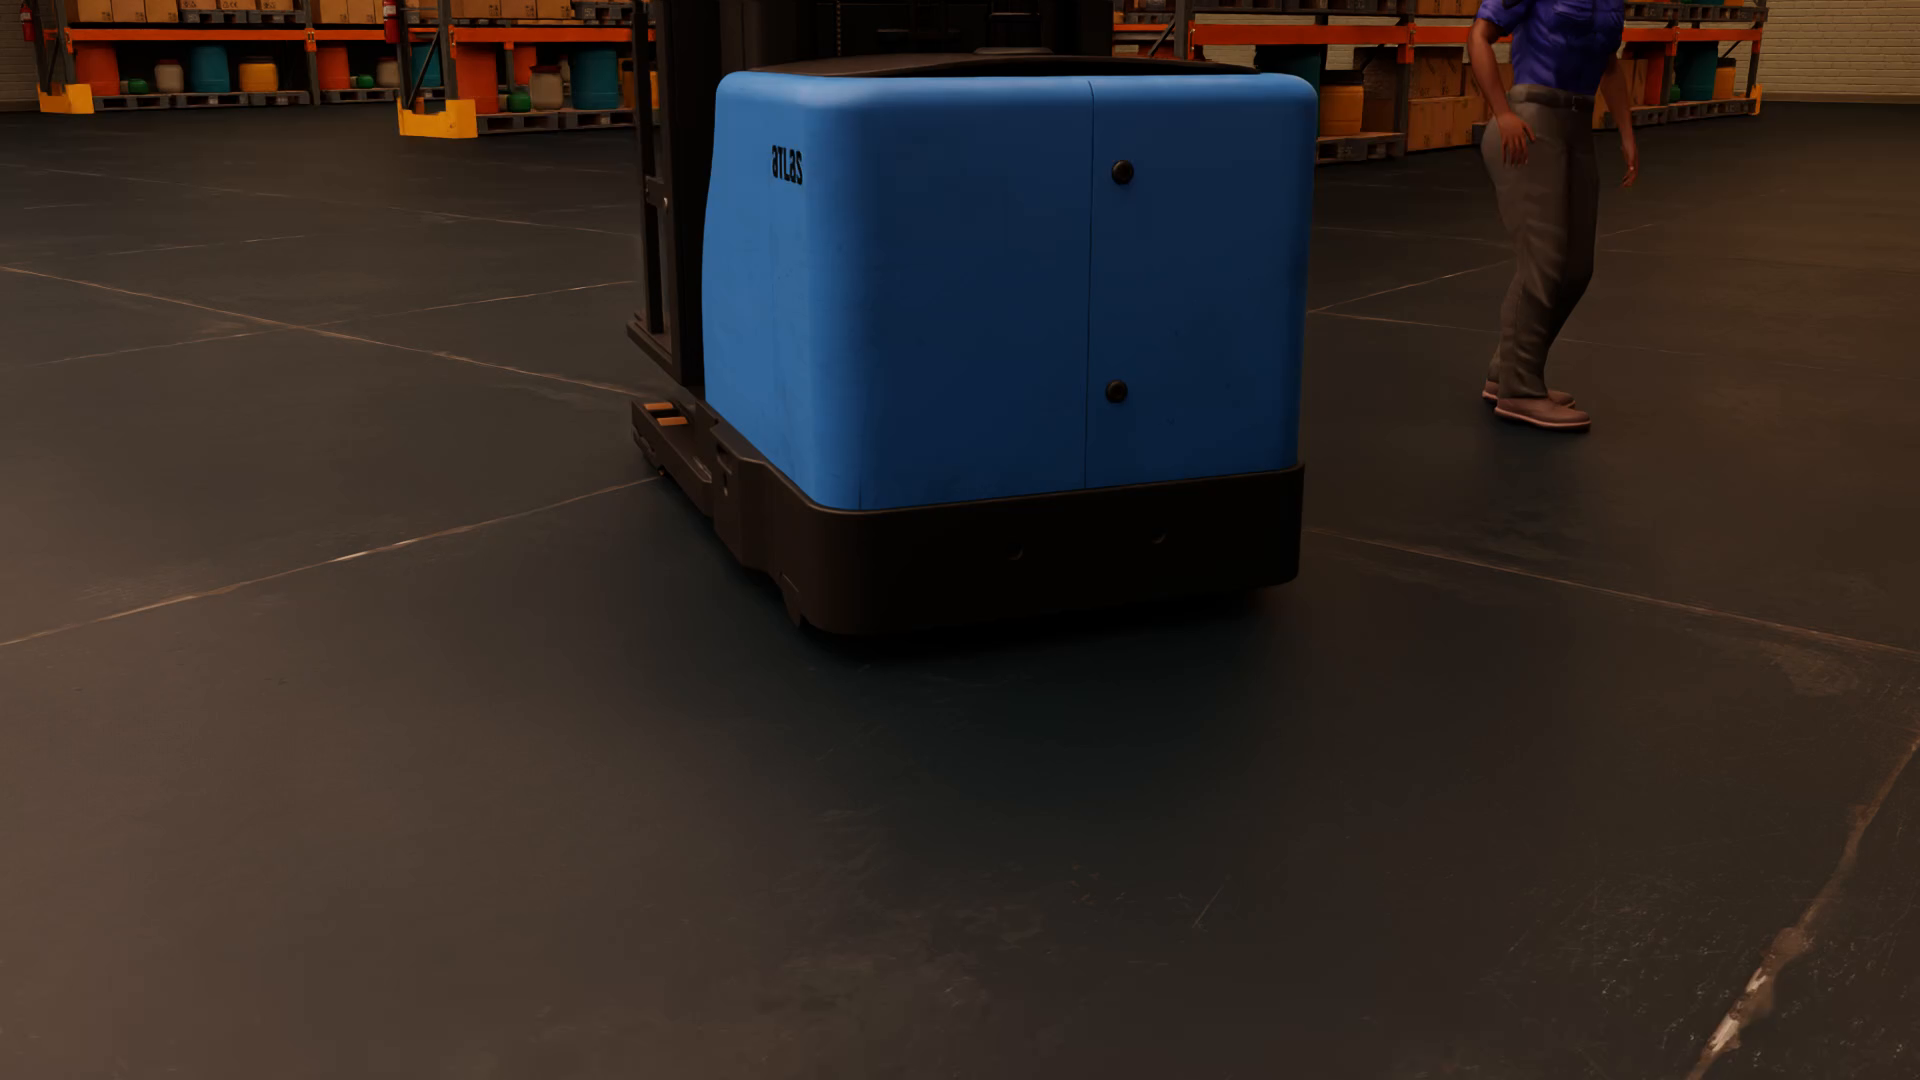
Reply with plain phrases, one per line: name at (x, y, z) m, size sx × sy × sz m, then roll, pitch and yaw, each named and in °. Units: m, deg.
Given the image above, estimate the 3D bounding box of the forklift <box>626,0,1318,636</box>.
forklift at (-0.284, -1.610, 4.198) m, size 1.130 × 2.935 × 3.031 m, roll -6°, pitch 18°, yaw -20°

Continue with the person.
person at (1.848, -1.180, 5.026) m, size 0.658 × 1.636 × 0.469 m, roll -13°, pitch 21°, yaw -37°
